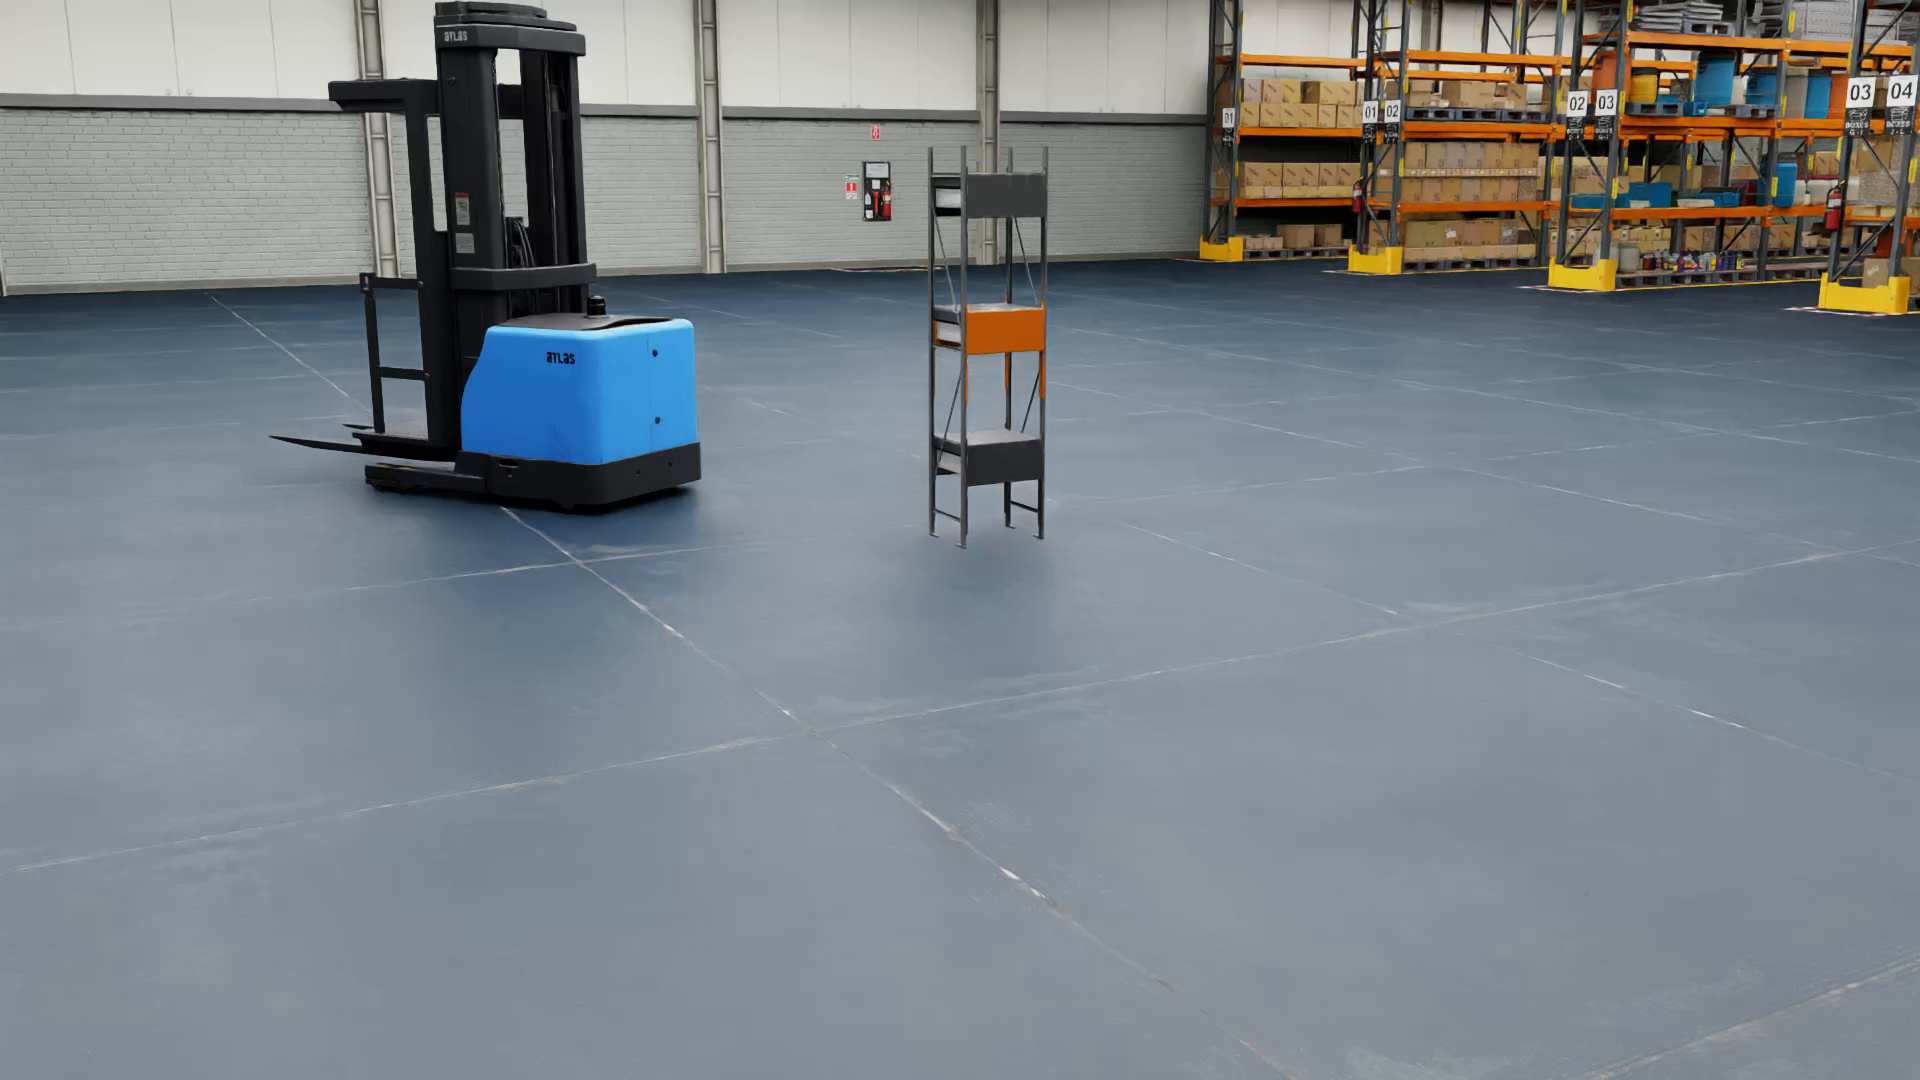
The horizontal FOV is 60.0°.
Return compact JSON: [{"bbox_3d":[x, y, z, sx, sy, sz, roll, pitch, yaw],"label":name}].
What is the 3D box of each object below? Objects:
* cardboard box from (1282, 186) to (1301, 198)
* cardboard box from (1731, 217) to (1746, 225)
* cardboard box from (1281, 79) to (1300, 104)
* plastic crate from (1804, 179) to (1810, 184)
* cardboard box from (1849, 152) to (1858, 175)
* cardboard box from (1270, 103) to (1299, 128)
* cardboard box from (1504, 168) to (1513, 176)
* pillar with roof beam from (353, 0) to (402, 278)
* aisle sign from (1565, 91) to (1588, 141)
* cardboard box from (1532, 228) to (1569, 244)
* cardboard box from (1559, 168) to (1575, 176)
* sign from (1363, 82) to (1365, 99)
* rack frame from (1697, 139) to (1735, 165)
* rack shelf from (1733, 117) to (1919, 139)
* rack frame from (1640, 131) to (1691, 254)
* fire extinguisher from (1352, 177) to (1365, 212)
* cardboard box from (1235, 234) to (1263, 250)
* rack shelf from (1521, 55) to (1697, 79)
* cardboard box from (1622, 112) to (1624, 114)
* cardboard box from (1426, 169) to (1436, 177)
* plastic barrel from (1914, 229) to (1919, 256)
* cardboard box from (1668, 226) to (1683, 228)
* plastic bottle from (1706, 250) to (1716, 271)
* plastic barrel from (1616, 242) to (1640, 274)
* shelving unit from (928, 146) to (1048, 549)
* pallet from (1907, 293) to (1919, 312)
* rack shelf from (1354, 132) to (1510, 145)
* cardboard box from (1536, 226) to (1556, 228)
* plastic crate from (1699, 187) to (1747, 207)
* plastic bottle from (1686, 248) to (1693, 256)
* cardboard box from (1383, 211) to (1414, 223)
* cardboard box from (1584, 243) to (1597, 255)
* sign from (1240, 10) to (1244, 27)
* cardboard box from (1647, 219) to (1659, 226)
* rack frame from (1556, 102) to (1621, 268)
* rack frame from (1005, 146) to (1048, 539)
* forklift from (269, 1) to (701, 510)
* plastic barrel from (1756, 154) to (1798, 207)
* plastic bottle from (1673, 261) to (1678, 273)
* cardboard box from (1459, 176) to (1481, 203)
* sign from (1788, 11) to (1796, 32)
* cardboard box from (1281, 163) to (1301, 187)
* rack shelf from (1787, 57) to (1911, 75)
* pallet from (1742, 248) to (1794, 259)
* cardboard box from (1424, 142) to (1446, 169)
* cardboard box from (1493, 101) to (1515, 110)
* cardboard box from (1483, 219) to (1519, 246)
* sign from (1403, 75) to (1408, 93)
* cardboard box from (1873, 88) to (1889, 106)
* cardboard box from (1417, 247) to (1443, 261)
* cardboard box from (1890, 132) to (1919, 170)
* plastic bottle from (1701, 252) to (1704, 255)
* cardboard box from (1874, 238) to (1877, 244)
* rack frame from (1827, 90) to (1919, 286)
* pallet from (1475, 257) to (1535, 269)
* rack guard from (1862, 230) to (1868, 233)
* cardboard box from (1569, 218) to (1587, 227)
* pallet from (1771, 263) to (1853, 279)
[{"bbox_3d":[7.115,-7.628,36.466,0.500,0.250,0.500,-7,15,-29],"label":"cardboard box"},{"bbox_3d":[17.126,-7.151,37.036,0.500,0.250,0.500,-7,14,-28],"label":"cardboard box"},{"bbox_3d":[6.999,-9.694,35.968,0.500,0.500,0.500,-6,14,-26],"label":"cardboard box"},{"bbox_3d":[15.839,-6.444,30.764,0.583,0.464,0.402,-7,14,-28],"label":"plastic crate"},{"bbox_3d":[19.998,-8.540,37.717,0.500,0.500,0.500,-7,15,-30],"label":"cardboard box"},{"bbox_3d":[6.991,-9.205,36.074,0.500,0.500,0.500,-6,14,-25],"label":"cardboard box"},{"bbox_3d":[10.711,-7.272,32.883,0.250,0.149,0.380,-7,14,-28],"label":"cardboard box"},{"bbox_3d":[-7.901,-8.035,24.317,0.400,9.000,9.100,-7,14,-28],"label":"pillar with roof beam"},{"bbox_3d":[10.177,-7.000,27.460,0.004,0.787,0.394,-7,14,-28],"label":"aisle sign"},{"bbox_3d":[12.005,-6.190,33.812,0.500,0.311,0.500,-7,14,-28],"label":"cardboard box"},{"bbox_3d":[14.560,-8.800,40.428,0.500,0.500,0.500,-6,14,-26],"label":"cardboard box"},{"bbox_3d":[7.765,-8.600,31.821,0.005,0.325,0.100,-7,14,-28],"label":"sign"},{"bbox_3d":[19.679,-9.274,43.487,0.127,3.000,1.000,-7,14,-28],"label":"rack frame"},{"bbox_3d":[15.649,-7.426,30.079,4.000,0.370,1.077,-7,14,-28],"label":"rack shelf"},{"bbox_3d":[15.034,-7.478,35.507,0.127,3.000,1.000,-7,14,-28],"label":"rack frame"},{"bbox_3d":[7.686,-6.676,32.119,0.183,0.674,0.296,-7,14,-28],"label":"fire extinguisher"},{"bbox_3d":[6.286,-6.549,36.501,0.500,0.311,0.500,-9,15,-34],"label":"cardboard box"},{"bbox_3d":[13.279,-9.649,34.037,4.000,0.370,1.077,-7,14,-28],"label":"rack shelf"},{"bbox_3d":[13.704,-8.898,34.370,0.500,0.250,0.500,-7,15,-29],"label":"cardboard box"},{"bbox_3d":[8.910,-7.056,31.926,0.250,0.149,0.380,-7,14,-28],"label":"cardboard box"},{"bbox_3d":[18.817,-5.725,32.254,0.708,0.588,0.600,-7,14,-28],"label":"plastic barrel"},{"bbox_3d":[15.743,-6.617,36.372,0.500,0.500,0.500,-6,14,-26],"label":"cardboard box"},{"bbox_3d":[13.014,-4.848,28.848,0.185,0.351,0.144,-7,14,-28],"label":"plastic bottle"},{"bbox_3d":[11.364,-4.810,28.359,0.421,0.512,0.421,0,13,0],"label":"plastic barrel"},{"bbox_3d":[0.145,-1.042,8.956,0.503,2.100,0.431,-7,14,-28],"label":"shelving unit"},{"bbox_3d":[13.552,-3.454,23.974,1.213,0.211,1.003,-7,14,-28],"label":"pallet"},{"bbox_3d":[10.902,-9.335,38.562,4.000,0.370,1.077,-7,14,-28],"label":"rack shelf"},{"bbox_3d":[12.195,-6.348,34.515,0.500,0.311,0.500,-6,14,-26],"label":"cardboard box"},{"bbox_3d":[13.373,-6.042,29.265,0.504,0.338,0.767,-7,14,-28],"label":"plastic crate"},{"bbox_3d":[12.986,-5.020,29.615,0.185,0.351,0.144,-6,14,-26],"label":"plastic bottle"},{"bbox_3d":[10.170,-7.501,38.589,0.500,0.250,0.500,-7,15,-29],"label":"cardboard box"},{"bbox_3d":[12.899,-6.024,34.352,0.500,0.250,0.500,-7,15,-30],"label":"cardboard box"},{"bbox_3d":[5.895,-10.908,34.773,0.005,0.325,0.100,-7,14,-28],"label":"sign"},{"bbox_3d":[17.316,-7.950,42.340,0.500,0.500,0.700,-7,14,-28],"label":"cardboard box"},{"bbox_3d":[10.383,-5.682,27.524,0.127,3.000,1.000,-7,14,-28],"label":"rack frame"},{"bbox_3d":[0.359,-1.067,9.070,0.015,2.100,0.400,-7,14,-28],"label":"rack frame"},{"bbox_3d":[-3.174,-1.817,10.507,3.031,2.935,1.130,7,14,28],"label":"forklift"},{"bbox_3d":[14.378,-6.330,29.260,0.708,0.901,0.600,-7,14,-28],"label":"plastic barrel"},{"bbox_3d":[12.214,-4.673,28.412,0.097,0.201,0.097,0,13,0],"label":"plastic bottle"},{"bbox_3d":[9.786,-6.896,32.690,0.500,0.500,0.700,-6,14,-26],"label":"cardboard box"},{"bbox_3d":[14.147,-8.820,28.282,0.005,0.325,0.100,-7,14,-28],"label":"sign"},{"bbox_3d":[7.094,-7.989,36.364,0.500,0.500,0.500,-7,15,-30],"label":"cardboard box"},{"bbox_3d":[20.301,-10.684,37.733,4.000,0.370,1.077,-7,14,-28],"label":"rack shelf"},{"bbox_3d":[17.849,-6.446,37.271,1.213,0.211,1.003,-7,14,-28],"label":"pallet"},{"bbox_3d":[8.934,-7.427,32.097,0.500,0.500,0.700,-7,15,-29],"label":"cardboard box"},{"bbox_3d":[10.596,-8.492,32.476,0.250,0.149,0.380,-7,14,-28],"label":"cardboard box"},{"bbox_3d":[10.777,-6.146,33.183,0.500,0.500,0.500,-7,14,-28],"label":"cardboard box"},{"bbox_3d":[8.273,-8.458,30.856,0.005,0.325,0.100,-7,14,-28],"label":"sign"},{"bbox_3d":[13.057,-6.217,23.413,0.500,0.250,0.500,-6,14,-27],"label":"cardboard box"},{"bbox_3d":[9.027,-5.567,32.321,0.500,0.250,0.500,-7,14,-28],"label":"cardboard box"},{"bbox_3d":[13.369,-5.414,23.153,0.500,0.500,0.500,-7,14,-28],"label":"cardboard box"},{"bbox_3d":[13.185,-4.983,29.605,0.133,0.283,0.061,-7,14,-28],"label":"plastic bottle"},{"bbox_3d":[21.298,-7.023,38.933,0.250,0.166,0.380,-7,14,-28],"label":"cardboard box"},{"bbox_3d":[12.756,-4.727,23.283,0.127,3.000,1.000,-7,14,-28],"label":"rack frame"},{"bbox_3d":[10.805,-5.622,33.608,1.213,0.211,1.003,-7,14,-28],"label":"pallet"},{"bbox_3d":[21.989,-7.093,39.486,0.348,0.500,1.175,-7,14,-28],"label":"rack guard"},{"bbox_3d":[14.881,-7.822,40.974,0.750,0.750,0.750,-6,14,-26],"label":"cardboard box"},{"bbox_3d":[15.636,-4.962,30.675,1.213,0.211,1.003,-7,14,-28],"label":"pallet"}]
